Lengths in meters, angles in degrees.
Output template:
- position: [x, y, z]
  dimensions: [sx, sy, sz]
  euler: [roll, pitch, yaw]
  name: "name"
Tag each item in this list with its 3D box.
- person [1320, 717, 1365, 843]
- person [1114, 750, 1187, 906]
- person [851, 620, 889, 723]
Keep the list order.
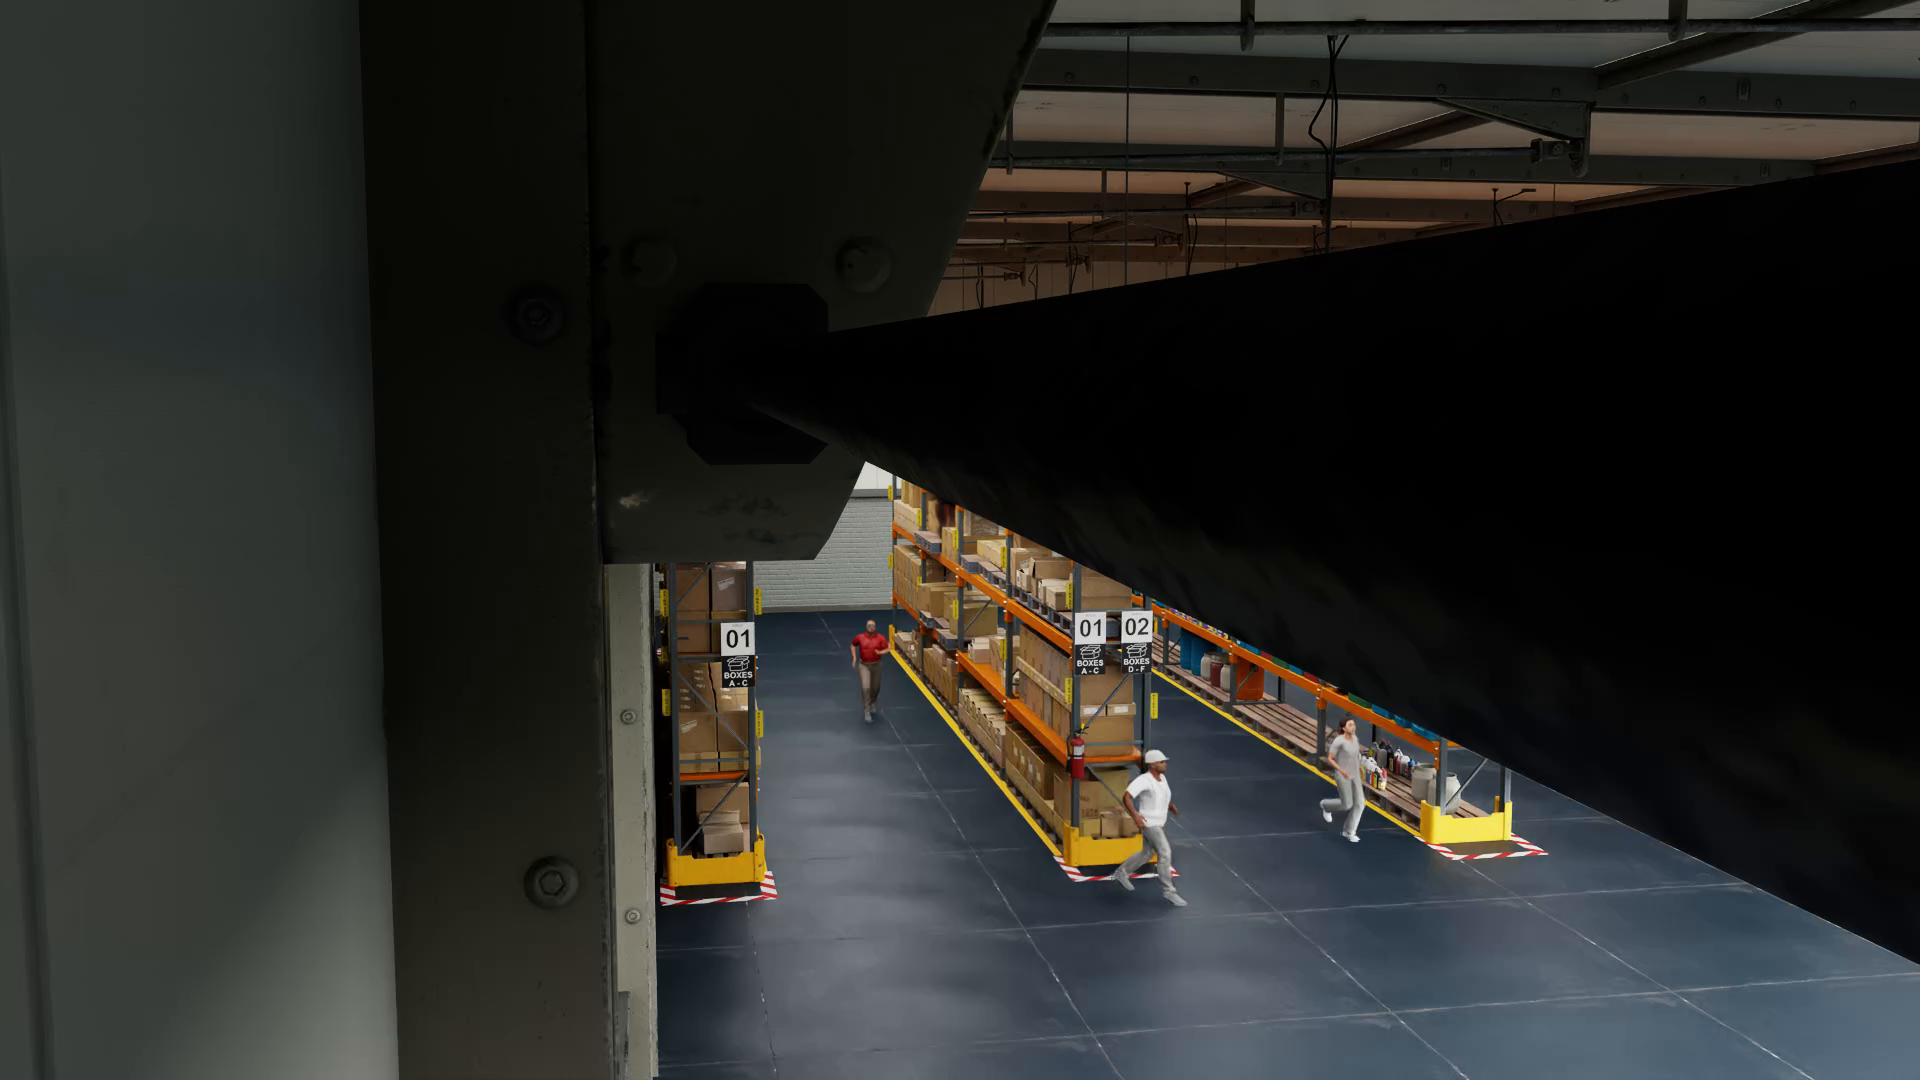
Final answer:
- position: [5.113, 3.146, 22.124]
  dimensions: [0.572, 1.643, 0.694]
  euler: [-4, 7, -30]
  name: "person"
- position: [2.258, 3.340, 19.550]
  dimensions: [0.938, 1.778, 0.718]
  euler: [3, 7, 24]
  name: "person"
- position: [-1.577, 2.278, 29.390]
  dimensions: [0.653, 1.748, 0.921]
  euler: [-1, 6, -11]
  name: "person"
